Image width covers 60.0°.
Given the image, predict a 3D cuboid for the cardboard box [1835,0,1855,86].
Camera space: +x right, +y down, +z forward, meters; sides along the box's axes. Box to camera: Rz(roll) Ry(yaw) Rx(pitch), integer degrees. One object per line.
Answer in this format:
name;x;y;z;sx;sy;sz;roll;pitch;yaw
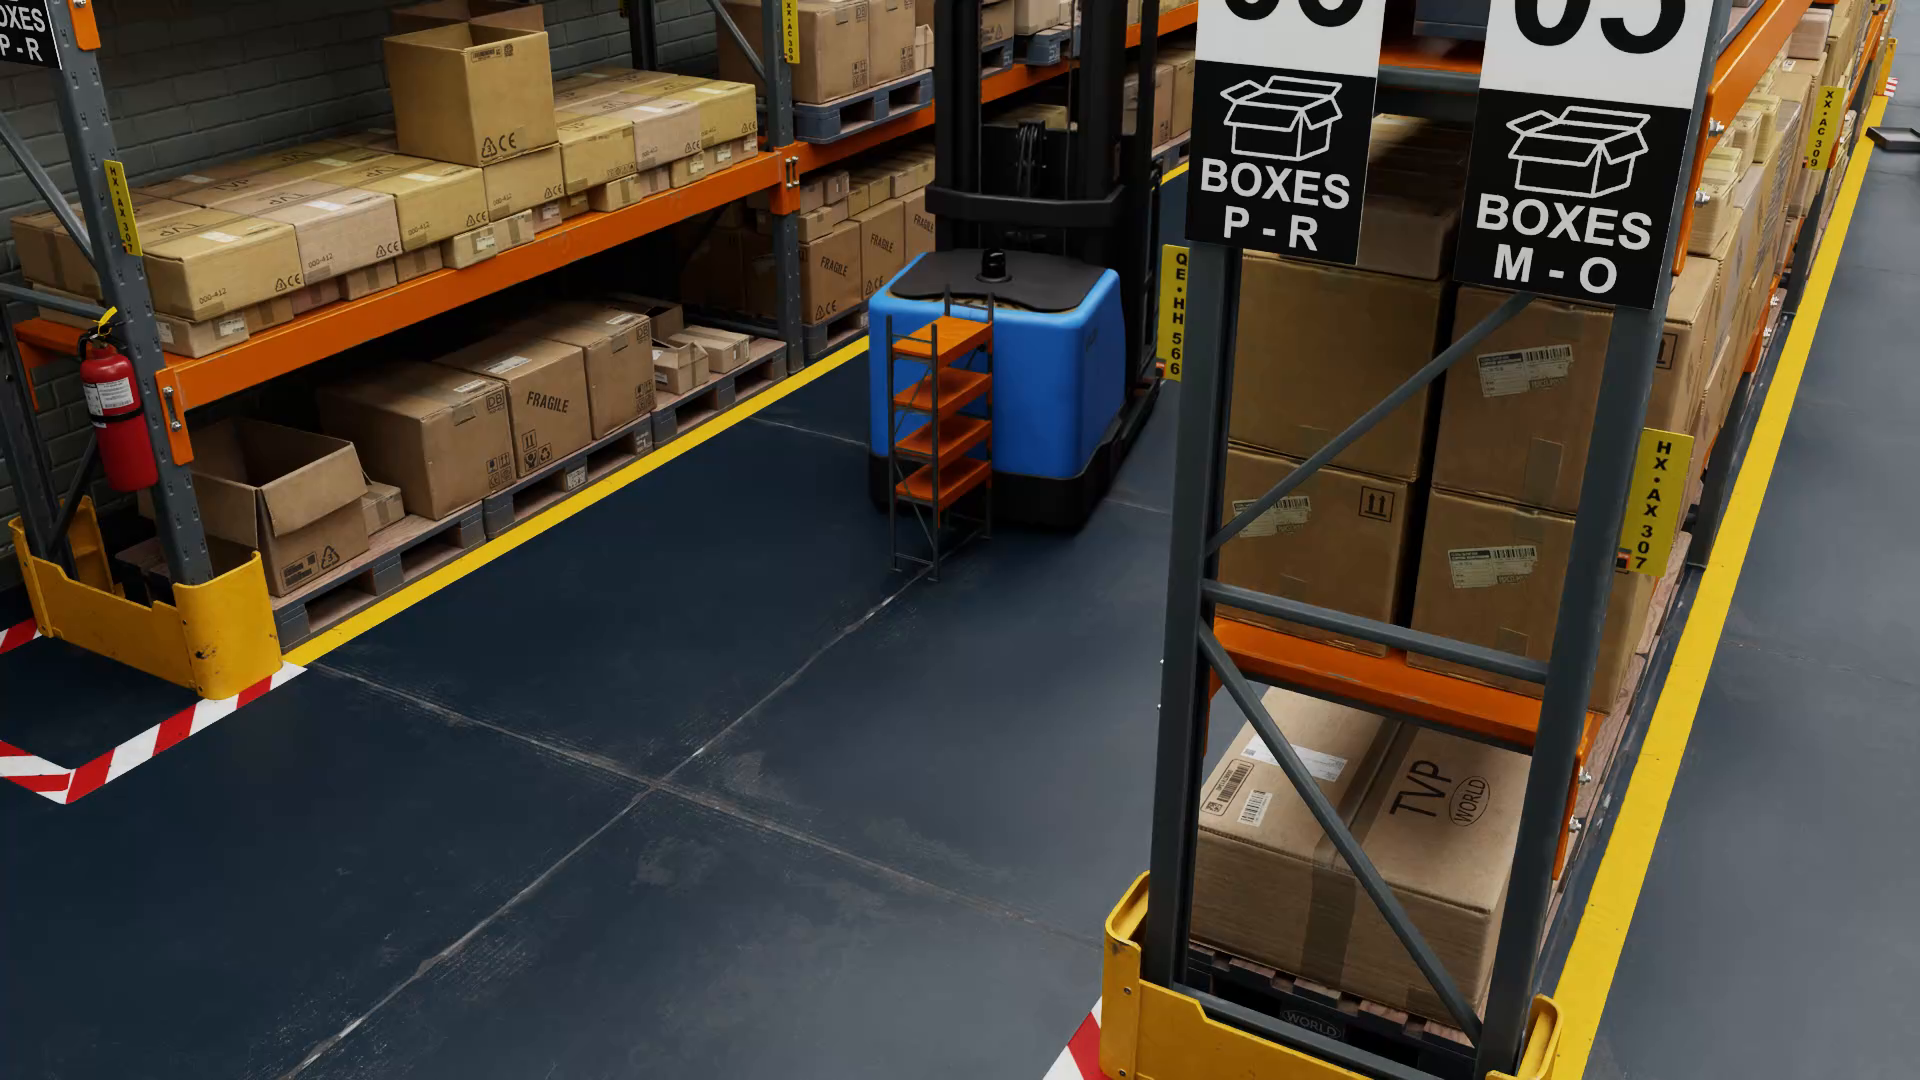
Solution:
cardboard box;3.888;-2.336;7.837;0.500;0.500;0.500;13;30;25

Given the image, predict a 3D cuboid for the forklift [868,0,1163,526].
forklift;0.483;-2.016;8.502;1.130;2.935;3.031;8;28;15

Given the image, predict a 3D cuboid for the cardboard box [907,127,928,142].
cardboard box;-0.445;-2.803;11.597;0.380;0.149;0.250;14;30;25

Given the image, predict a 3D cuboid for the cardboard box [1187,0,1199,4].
cardboard box;1.777;-4.638;13.833;0.500;0.250;0.500;15;30;28

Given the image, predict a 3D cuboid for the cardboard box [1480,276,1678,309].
cardboard box;1.394;-0.637;3.719;0.380;0.149;0.250;15;30;27

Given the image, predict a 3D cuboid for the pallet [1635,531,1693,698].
pallet;2.504;0.189;7.136;1.003;0.211;1.213;14;30;26

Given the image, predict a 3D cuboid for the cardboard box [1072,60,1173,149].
cardboard box;1.224;-3.610;13.794;0.875;0.625;0.625;15;30;28

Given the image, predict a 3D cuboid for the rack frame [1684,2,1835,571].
rack frame;2.946;-1.337;7.070;1.000;3.000;0.127;14;30;26

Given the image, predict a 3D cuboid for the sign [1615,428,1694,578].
sign;1.458;-0.076;3.495;0.100;0.325;0.005;14;30;26

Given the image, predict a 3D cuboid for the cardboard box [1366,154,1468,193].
cardboard box;1.084;-0.848;4.140;0.380;0.149;0.250;15;30;27

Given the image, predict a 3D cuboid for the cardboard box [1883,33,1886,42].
cardboard box;7.660;-4.130;14.414;0.500;0.500;0.500;16;31;28

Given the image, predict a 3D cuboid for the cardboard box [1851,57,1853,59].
cardboard box;4.648;-2.607;9.216;0.500;0.250;0.500;13;30;25

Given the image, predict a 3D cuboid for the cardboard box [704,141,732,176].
cardboard box;-1.424;-2.030;8.735;0.380;0.149;0.250;15;30;27

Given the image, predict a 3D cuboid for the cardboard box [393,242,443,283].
cardboard box;-2.457;-1.234;7.145;0.380;0.149;0.250;15;30;27

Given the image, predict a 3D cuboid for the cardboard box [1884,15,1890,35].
cardboard box;7.772;-4.445;14.319;0.380;0.149;0.250;15;30;28

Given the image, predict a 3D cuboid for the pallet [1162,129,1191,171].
pallet;1.630;-3.526;14.559;1.003;0.211;1.213;14;30;26

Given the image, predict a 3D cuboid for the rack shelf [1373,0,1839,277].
rack shelf;1.962;-1.577;5.002;1.077;0.370;4.000;14;30;26

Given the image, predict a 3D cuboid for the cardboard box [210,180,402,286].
cardboard box;-2.640;-1.250;6.731;0.500;0.250;0.500;15;30;27

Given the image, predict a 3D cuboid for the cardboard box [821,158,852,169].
cardboard box;-0.925;-2.397;10.786;0.380;0.149;0.250;15;30;27

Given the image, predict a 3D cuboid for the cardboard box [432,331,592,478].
cardboard box;-2.160;-0.666;8.052;0.500;0.500;0.500;15;30;27

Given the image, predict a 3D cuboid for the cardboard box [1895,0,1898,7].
cardboard box;8.560;-5.070;15.567;0.380;0.149;0.250;15;30;28

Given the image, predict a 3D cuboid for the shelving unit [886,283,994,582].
shelving unit;-0.081;-0.472;7.353;0.258;1.200;0.503;14;30;26

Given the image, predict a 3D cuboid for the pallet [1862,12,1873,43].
pallet;5.852;-3.591;11.786;1.003;0.211;1.213;14;30;26

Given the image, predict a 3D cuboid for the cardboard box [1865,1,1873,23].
cardboard box;5.587;-3.590;10.658;0.500;0.500;0.500;16;31;29

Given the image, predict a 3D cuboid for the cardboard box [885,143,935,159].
cardboard box;-0.274;-2.504;11.000;0.380;0.149;0.250;14;30;26

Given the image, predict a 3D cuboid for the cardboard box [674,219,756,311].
cardboard box;-1.393;-1.755;10.228;0.500;0.500;0.500;14;30;26

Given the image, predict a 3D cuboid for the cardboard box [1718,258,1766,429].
cardboard box;2.457;-0.744;5.773;0.500;0.500;0.500;14;30;25

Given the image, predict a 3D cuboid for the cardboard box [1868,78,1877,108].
cardboard box;8.171;-4.192;15.376;0.500;0.250;0.500;13;29;24

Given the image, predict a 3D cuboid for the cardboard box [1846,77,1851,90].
cardboard box;4.891;-2.574;9.710;0.500;0.250;0.500;13;29;24

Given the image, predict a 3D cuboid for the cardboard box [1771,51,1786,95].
cardboard box;2.515;-1.547;5.536;0.380;0.149;0.250;14;30;26

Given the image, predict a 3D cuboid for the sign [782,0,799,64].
sign;-0.901;-2.699;8.824;0.100;0.325;0.005;14;30;26

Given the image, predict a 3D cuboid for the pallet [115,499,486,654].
pallet;-2.916;0.037;7.441;1.003;0.211;1.213;14;30;26

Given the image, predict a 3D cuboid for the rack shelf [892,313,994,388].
rack shelf;-0.081;-0.823;7.177;0.258;0.148;0.480;14;30;26

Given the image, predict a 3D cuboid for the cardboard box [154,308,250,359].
cardboard box;-2.945;-0.825;6.328;0.380;0.149;0.250;14;30;26

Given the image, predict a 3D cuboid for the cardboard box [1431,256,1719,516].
cardboard box;1.462;-0.394;3.958;0.500;0.500;0.500;13;30;25

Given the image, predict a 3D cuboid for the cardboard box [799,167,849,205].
cardboard box;-0.883;-2.115;9.890;0.380;0.149;0.250;13;29;24

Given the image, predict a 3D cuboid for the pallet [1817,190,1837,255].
pallet;5.900;-2.427;12.362;1.003;0.211;1.213;14;30;26

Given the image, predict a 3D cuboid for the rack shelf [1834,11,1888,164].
rack shelf;5.898;-3.354;11.902;1.077;0.370;4.000;14;30;26

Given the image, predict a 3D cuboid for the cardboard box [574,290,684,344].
cardboard box;-1.908;-1.209;9.348;0.500;0.311;0.500;15;30;28

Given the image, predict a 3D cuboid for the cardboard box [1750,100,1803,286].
cardboard box;2.455;-1.188;5.543;0.500;0.500;0.500;15;30;27

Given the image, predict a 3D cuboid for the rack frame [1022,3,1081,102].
rack frame;0.590;-3.987;12.364;1.000;3.000;0.127;14;30;26

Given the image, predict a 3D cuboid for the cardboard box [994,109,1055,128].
cardboard box;0.461;-2.986;11.963;0.380;0.149;0.250;13;29;23

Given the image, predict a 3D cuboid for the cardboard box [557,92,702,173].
cardboard box;-1.649;-2.044;8.317;0.500;0.250;0.500;14;30;26

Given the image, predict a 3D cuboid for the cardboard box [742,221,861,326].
cardboard box;-0.944;-1.637;9.994;0.500;0.500;0.500;16;31;28

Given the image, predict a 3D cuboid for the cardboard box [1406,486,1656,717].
cardboard box;1.464;0.053;4.181;0.500;0.500;0.500;14;30;26

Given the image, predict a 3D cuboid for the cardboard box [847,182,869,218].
cardboard box;-0.784;-2.097;10.187;0.380;0.149;0.250;13;29;23

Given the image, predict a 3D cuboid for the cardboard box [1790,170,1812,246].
cardboard box;3.645;-1.585;7.733;0.500;0.250;0.500;13;30;25

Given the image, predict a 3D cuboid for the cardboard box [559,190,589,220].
cardboard box;-2.009;-1.645;7.967;0.380;0.149;0.250;15;30;27

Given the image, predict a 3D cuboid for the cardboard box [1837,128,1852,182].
cardboard box;6.275;-2.982;12.822;0.950;0.372;0.625;16;31;29

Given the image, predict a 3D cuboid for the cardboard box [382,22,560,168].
cardboard box;-2.150;-1.973;7.338;0.500;0.500;0.500;15;30;27

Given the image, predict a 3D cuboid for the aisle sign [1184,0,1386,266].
aisle sign;0.673;-0.981;3.454;0.394;0.787;0.004;14;30;26

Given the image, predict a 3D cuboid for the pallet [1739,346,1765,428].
pallet;3.859;-0.885;9.281;1.003;0.211;1.213;14;30;26

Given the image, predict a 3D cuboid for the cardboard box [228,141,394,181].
cardboard box;-2.848;-1.566;7.362;0.500;0.250;0.500;15;30;28

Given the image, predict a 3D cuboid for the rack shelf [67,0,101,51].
rack shelf;-2.361;-2.669;7.183;1.077;0.370;4.000;14;30;26

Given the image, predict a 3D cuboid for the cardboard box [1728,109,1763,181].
cardboard box;2.045;-1.140;4.722;0.380;0.149;0.250;14;30;27

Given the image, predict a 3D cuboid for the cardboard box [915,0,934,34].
cardboard box;-0.304;-3.308;10.426;0.700;0.500;0.500;14;30;26

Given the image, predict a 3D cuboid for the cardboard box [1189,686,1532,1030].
cardboard box;1.216;0.901;4.993;0.875;0.438;0.875;13;29;24
